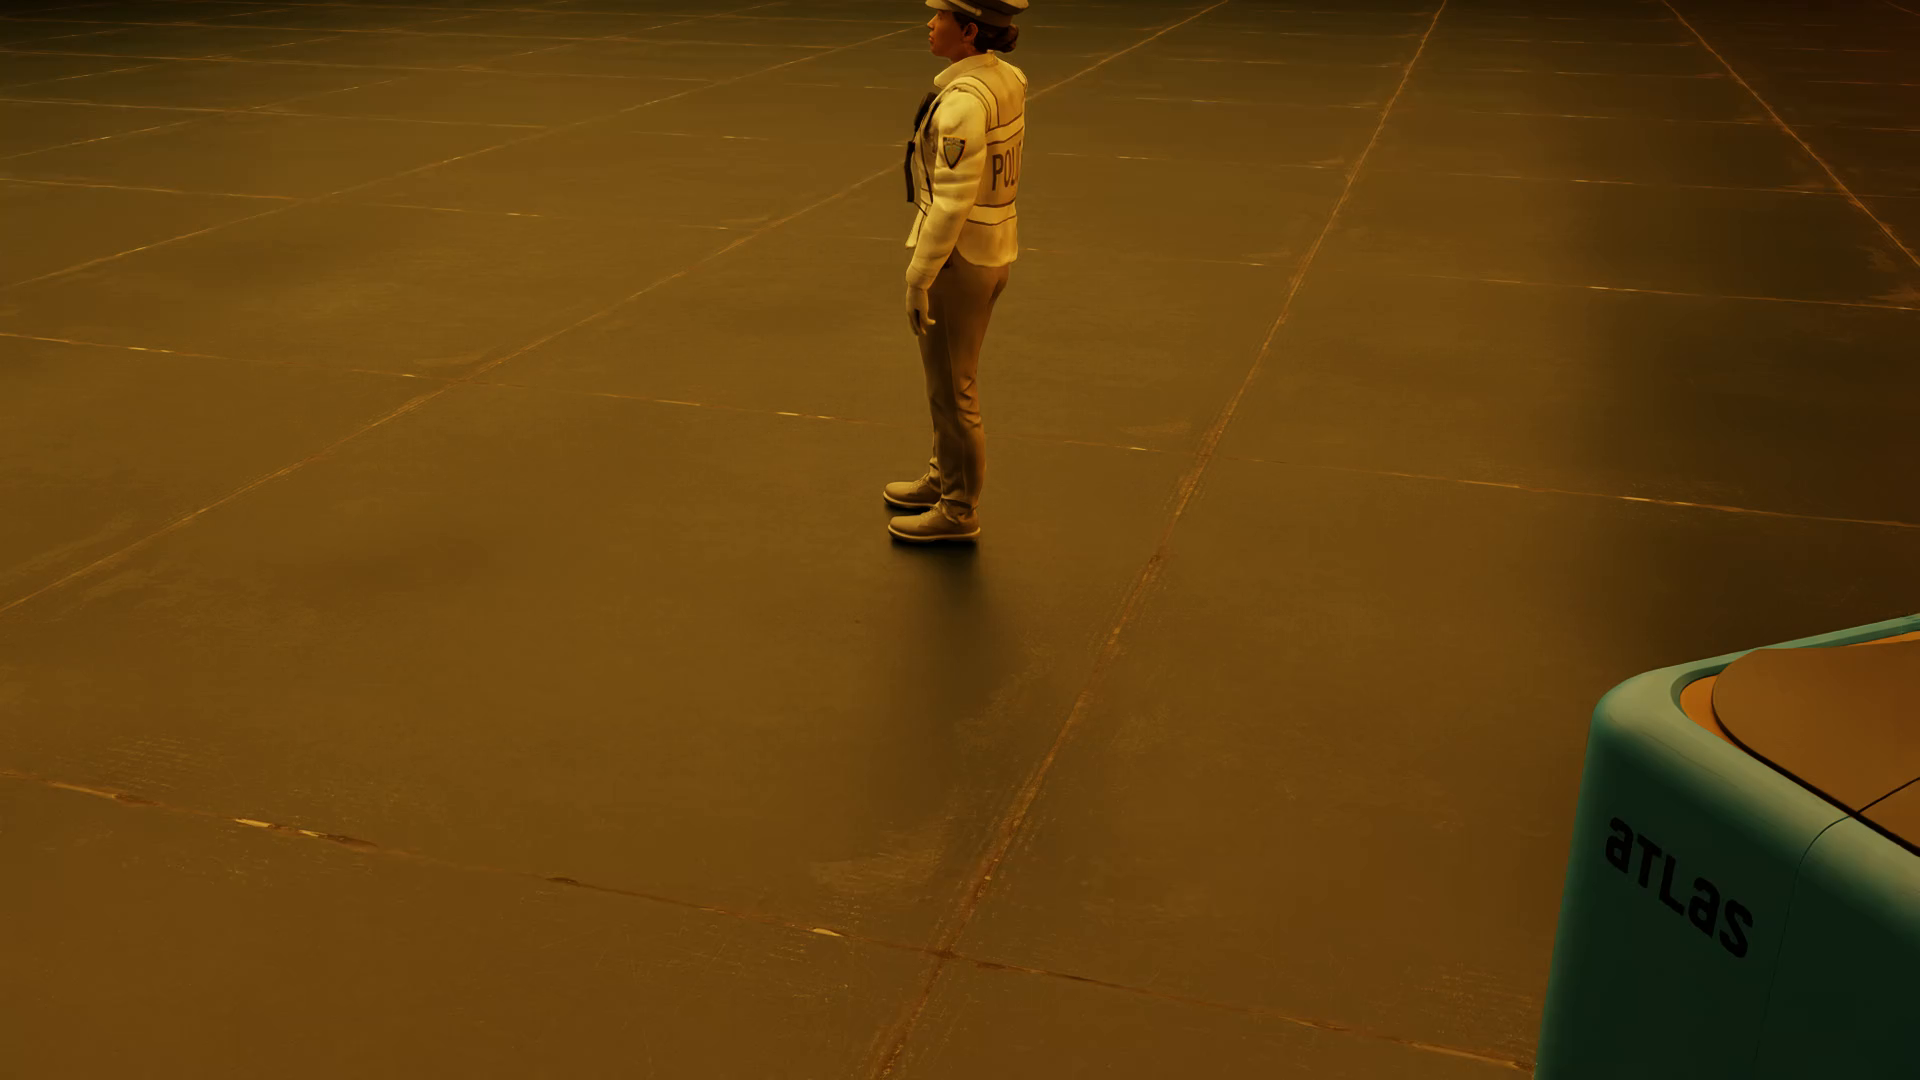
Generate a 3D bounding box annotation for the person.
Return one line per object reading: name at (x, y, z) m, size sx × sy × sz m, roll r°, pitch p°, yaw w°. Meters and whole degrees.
person at (-0.063, -0.800, 4.819) m, size 0.531 × 1.695 × 0.588 m, roll 7°, pitch 23°, yaw 16°
